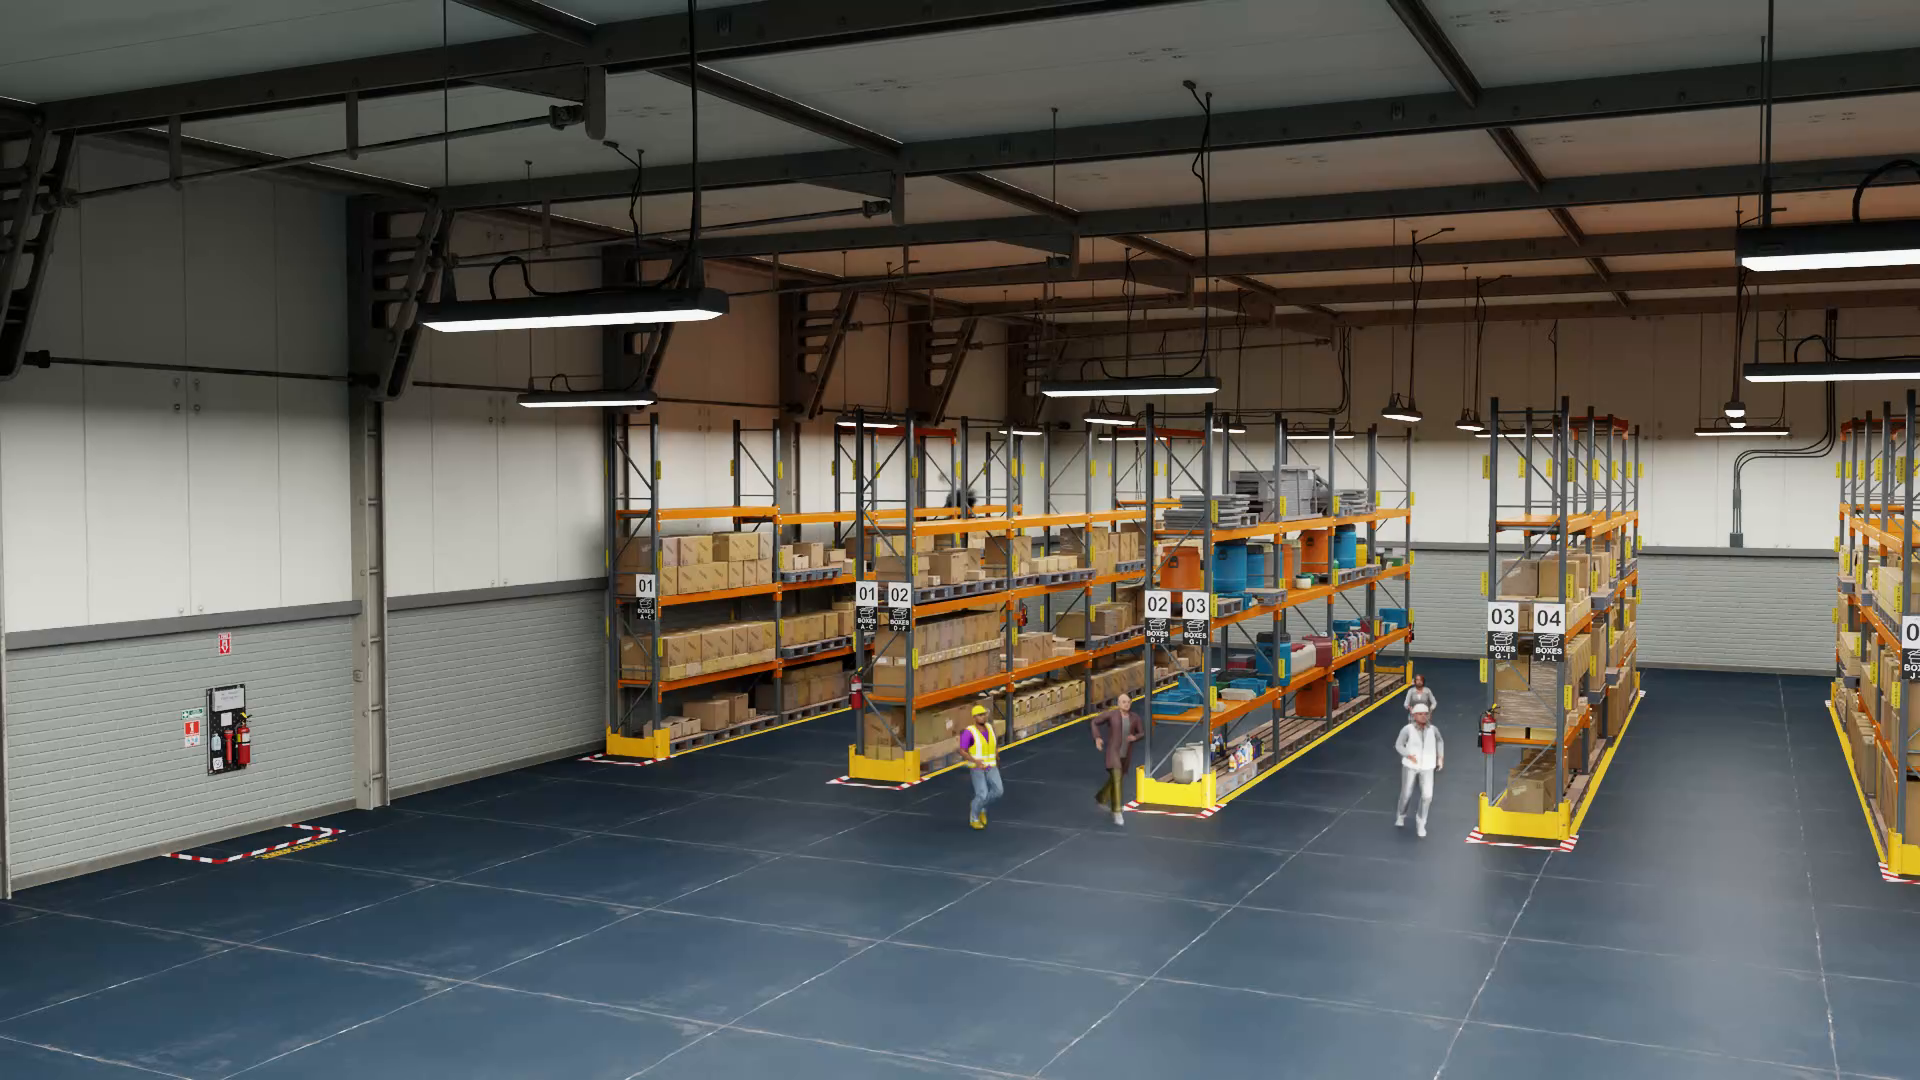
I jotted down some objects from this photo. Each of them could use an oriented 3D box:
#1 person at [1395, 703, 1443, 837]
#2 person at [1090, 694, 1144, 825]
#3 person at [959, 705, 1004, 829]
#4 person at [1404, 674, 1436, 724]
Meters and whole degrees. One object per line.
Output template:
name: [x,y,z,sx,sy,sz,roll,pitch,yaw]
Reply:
person: [6.349,3.164,22.963,0.688,1.829,0.671,0,2,5]
person: [2.290,3.121,23.888,0.777,1.808,0.839,-1,3,-28]
person: [0.332,3.162,23.156,0.711,1.721,0.549,-2,3,-37]
person: [7.734,3.039,27.984,0.526,1.556,0.536,1,3,18]
